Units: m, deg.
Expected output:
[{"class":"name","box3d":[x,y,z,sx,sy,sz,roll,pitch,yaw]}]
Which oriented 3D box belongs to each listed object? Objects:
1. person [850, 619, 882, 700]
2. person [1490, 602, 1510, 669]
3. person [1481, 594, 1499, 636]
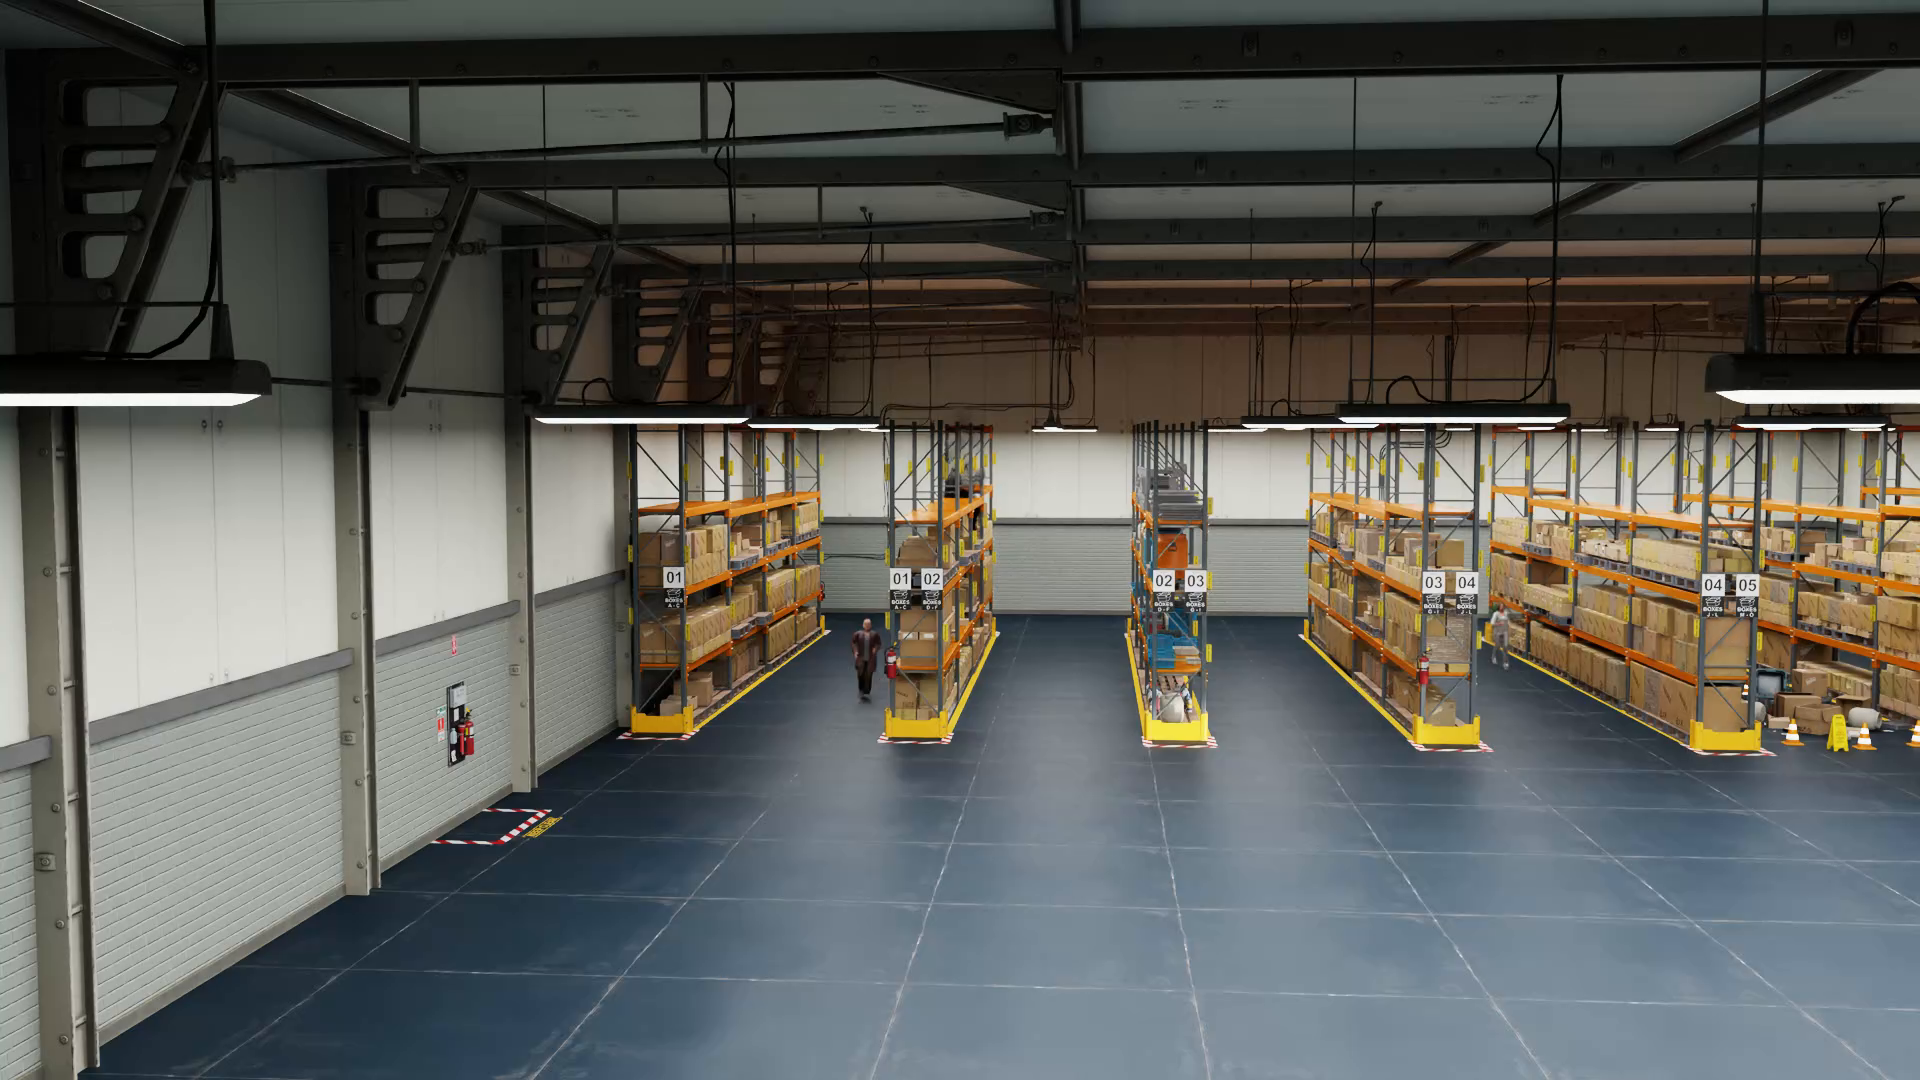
[{"class":"person","box3d":[-2.024,2.579,35.790,0.680,1.751,0.695,0,4,-4]},{"class":"person","box3d":[13.254,2.318,40.767,0.531,1.607,0.838,0,4,-1]},{"class":"person","box3d":[15.307,1.828,47.396,0.871,1.820,0.712,-1,4,-8]}]
